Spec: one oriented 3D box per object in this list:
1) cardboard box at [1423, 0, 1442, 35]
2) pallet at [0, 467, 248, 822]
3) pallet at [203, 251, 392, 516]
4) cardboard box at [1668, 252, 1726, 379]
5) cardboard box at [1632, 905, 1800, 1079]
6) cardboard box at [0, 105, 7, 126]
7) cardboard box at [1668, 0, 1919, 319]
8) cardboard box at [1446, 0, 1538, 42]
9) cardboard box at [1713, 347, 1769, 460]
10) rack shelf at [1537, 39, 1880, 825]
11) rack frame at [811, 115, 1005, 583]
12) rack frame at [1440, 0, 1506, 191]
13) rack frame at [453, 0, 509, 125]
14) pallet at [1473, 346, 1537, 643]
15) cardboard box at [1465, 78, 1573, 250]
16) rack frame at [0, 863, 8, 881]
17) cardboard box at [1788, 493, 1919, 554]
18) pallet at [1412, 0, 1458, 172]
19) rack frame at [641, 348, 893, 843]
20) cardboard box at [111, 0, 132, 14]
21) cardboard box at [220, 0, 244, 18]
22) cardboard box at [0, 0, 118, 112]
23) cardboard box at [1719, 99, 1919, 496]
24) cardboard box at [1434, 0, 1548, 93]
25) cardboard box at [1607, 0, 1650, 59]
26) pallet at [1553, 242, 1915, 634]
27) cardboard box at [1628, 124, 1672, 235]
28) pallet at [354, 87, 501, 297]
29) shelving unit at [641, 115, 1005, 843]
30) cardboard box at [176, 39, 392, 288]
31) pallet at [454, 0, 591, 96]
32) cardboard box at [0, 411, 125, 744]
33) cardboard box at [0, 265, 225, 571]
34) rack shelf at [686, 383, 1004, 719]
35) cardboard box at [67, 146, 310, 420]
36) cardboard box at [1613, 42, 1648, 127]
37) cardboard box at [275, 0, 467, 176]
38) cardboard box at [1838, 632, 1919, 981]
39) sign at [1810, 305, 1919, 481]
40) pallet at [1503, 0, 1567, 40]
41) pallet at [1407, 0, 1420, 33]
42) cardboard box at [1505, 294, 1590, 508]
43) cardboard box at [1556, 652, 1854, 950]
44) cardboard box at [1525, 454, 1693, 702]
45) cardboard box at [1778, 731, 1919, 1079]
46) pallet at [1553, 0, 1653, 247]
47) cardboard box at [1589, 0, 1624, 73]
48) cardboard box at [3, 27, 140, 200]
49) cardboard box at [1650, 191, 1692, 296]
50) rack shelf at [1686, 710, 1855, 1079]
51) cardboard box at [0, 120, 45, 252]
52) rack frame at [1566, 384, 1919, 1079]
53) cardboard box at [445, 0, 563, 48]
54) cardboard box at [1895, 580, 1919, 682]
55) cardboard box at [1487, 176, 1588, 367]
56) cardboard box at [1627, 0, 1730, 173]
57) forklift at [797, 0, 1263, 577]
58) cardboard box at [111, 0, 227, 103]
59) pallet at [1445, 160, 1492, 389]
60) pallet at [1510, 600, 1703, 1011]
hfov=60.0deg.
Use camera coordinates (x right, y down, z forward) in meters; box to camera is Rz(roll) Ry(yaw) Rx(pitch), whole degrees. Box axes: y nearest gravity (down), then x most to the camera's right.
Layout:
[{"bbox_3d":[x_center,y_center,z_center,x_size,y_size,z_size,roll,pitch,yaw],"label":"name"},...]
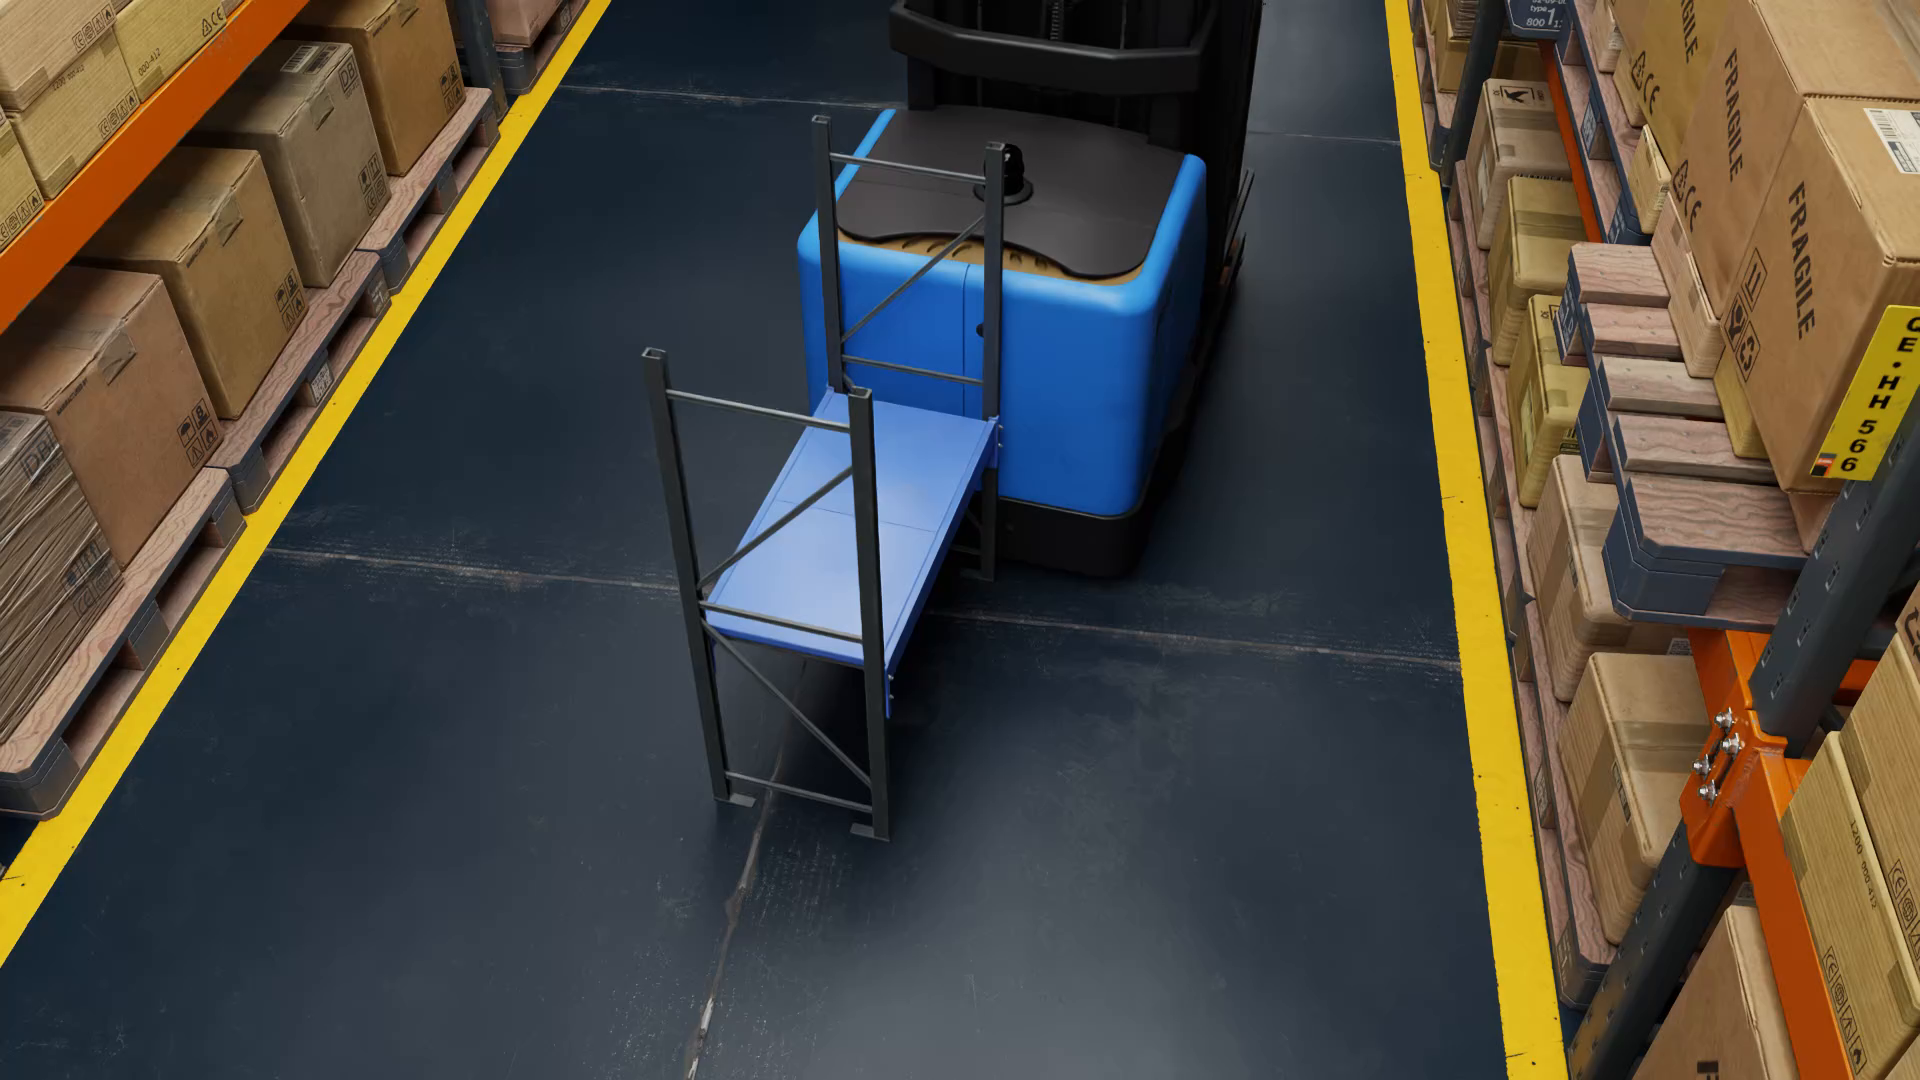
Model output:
[{"bbox_3d":[2.332,-2.453,7.353,0.500,0.250,0.500,4,44,4],"label":"cardboard box"},{"bbox_3d":[-2.842,0.225,4.859,1.003,0.211,1.213,5,44,6],"label":"pallet"},{"bbox_3d":[-2.678,-0.604,5.735,1.003,0.211,1.213,5,44,6],"label":"pallet"},{"bbox_3d":[1.694,-0.453,3.424,0.380,0.149,0.250,5,44,5],"label":"cardboard box"},{"bbox_3d":[1.758,1.301,2.935,0.875,0.875,0.875,5,44,5],"label":"cardboard box"},{"bbox_3d":[-2.621,-0.979,3.847,0.500,0.250,0.500,7,44,7],"label":"cardboard box"},{"bbox_3d":[1.773,-0.767,3.284,0.500,0.500,0.500,5,44,5],"label":"cardboard box"},{"bbox_3d":[2.272,-2.362,6.712,0.500,0.500,0.500,5,44,5],"label":"cardboard box"},{"bbox_3d":[1.705,-0.277,3.238,0.380,0.149,0.250,6,44,6],"label":"cardboard box"},{"bbox_3d":[2.196,-0.883,4.525,1.077,0.370,4.000,5,44,6],"label":"rack shelf"},{"bbox_3d":[-0.131,-0.471,4.657,0.500,1.500,0.032,12,45,12],"label":"rack frame"},{"bbox_3d":[2.460,-2.508,5.717,1.000,3.000,0.127,5,44,6],"label":"rack frame"},{"bbox_3d":[-2.460,-2.956,6.191,1.000,3.000,0.127,5,44,6],"label":"rack frame"},{"bbox_3d":[2.200,-0.131,5.234,1.003,0.211,1.213,5,44,6],"label":"pallet"},{"bbox_3d":[2.393,-1.348,6.098,0.950,0.372,0.625,6,44,6],"label":"cardboard box"},{"bbox_3d":[-2.989,-0.230,3.312,1.000,3.000,0.127,5,44,6],"label":"rack frame"},{"bbox_3d":[1.741,-0.088,3.038,0.380,0.149,0.250,7,44,7],"label":"cardboard box"},{"bbox_3d":[2.514,-1.956,7.162,1.003,0.211,1.213,5,44,6],"label":"pallet"},{"bbox_3d":[-0.423,0.199,3.949,0.500,1.500,0.032,12,45,12],"label":"rack frame"},{"bbox_3d":[-2.491,-1.684,4.593,0.500,0.250,0.500,6,44,6],"label":"cardboard box"},{"bbox_3d":[-2.425,-1.856,5.137,0.500,0.250,0.500,5,44,6],"label":"cardboard box"},{"bbox_3d":[-2.534,-1.334,4.222,0.500,0.250,0.500,4,44,4],"label":"cardboard box"},{"bbox_3d":[1.716,-0.414,2.911,0.500,0.500,0.500,4,44,4],"label":"cardboard box"},{"bbox_3d":[2.272,-2.089,6.969,0.500,0.250,0.500,7,44,7],"label":"cardboard box"},{"bbox_3d":[1.912,-1.483,4.040,0.500,0.500,0.500,4,44,4],"label":"cardboard box"},{"bbox_3d":[1.920,-0.207,3.427,1.213,0.211,1.003,5,44,6],"label":"pallet"},{"bbox_3d":[1.758,-0.812,3.804,0.380,0.149,0.250,6,44,6],"label":"cardboard box"},{"bbox_3d":[-2.519,-1.438,6.615,1.003,0.211,1.213,5,44,6],"label":"pallet"},{"bbox_3d":[-0.277,-0.136,4.303,0.538,1.500,1.048,12,45,12],"label":"shelving unit"},{"bbox_3d":[-2.628,-1.362,5.928,0.875,0.625,0.625,5,44,5],"label":"cardboard box"},{"bbox_3d":[-2.314,-2.482,7.718,1.003,0.211,1.213,5,44,6],"label":"pallet"},{"bbox_3d":[-2.893,0.056,4.431,0.875,0.625,0.625,7,44,7],"label":"cardboard box"},{"bbox_3d":[-2.815,-0.390,4.902,0.875,0.625,0.625,7,44,7],"label":"cardboard box"},{"bbox_3d":[-0.277,-0.006,4.427,0.538,0.185,1.000,12,45,12],"label":"rack shelf"},{"bbox_3d":[-2.726,-0.849,5.387,0.875,0.625,0.625,4,44,4],"label":"cardboard box"},{"bbox_3d":[1.868,-1.151,4.161,0.380,0.149,0.250,4,44,4],"label":"cardboard box"},{"bbox_3d":[-2.518,-1.890,6.486,0.875,0.625,0.625,7,44,7],"label":"cardboard box"},{"bbox_3d":[1.620,0.414,2.376,0.500,0.250,0.500,5,44,5],"label":"cardboard box"},{"bbox_3d":[1.392,-0.216,2.512,0.100,0.325,0.005,5,44,6],"label":"sign"},{"bbox_3d":[2.215,-1.930,5.247,1.003,0.211,1.213,5,44,6],"label":"pallet"},{"bbox_3d":[2.673,-2.790,8.043,1.003,0.211,1.213,5,44,6],"label":"pallet"},{"bbox_3d":[2.211,-0.384,5.080,0.950,0.372,0.625,7,44,7],"label":"cardboard box"},{"bbox_3d":[2.016,0.636,4.003,0.950,0.372,0.625,3,43,3],"label":"cardboard box"},{"bbox_3d":[2.106,0.132,4.534,0.950,0.372,0.625,4,44,5],"label":"cardboard box"},{"bbox_3d":[1.617,0.583,2.561,0.500,0.250,0.500,5,44,5],"label":"cardboard box"},{"bbox_3d":[2.153,-1.065,4.332,1.003,0.211,1.213,5,44,6],"label":"pallet"},{"bbox_3d":[1.874,-1.335,4.356,0.380,0.149,0.250,7,44,7],"label":"cardboard box"},{"bbox_3d":[-2.556,-1.150,4.392,0.500,0.250,0.500,4,44,4],"label":"cardboard box"},{"bbox_3d":[1.735,-0.624,3.604,0.380,0.149,0.250,3,44,4],"label":"cardboard box"},{"bbox_3d":[1.667,1.843,1.646,1.077,0.370,4.000,5,44,6],"label":"rack shelf"},{"bbox_3d":[-2.617,-0.798,4.021,0.500,0.250,0.500,4,44,5],"label":"cardboard box"},{"bbox_3d":[1.931,0.218,2.838,1.000,3.000,0.127,5,44,6],"label":"rack frame"},{"bbox_3d":[-2.068,-2.410,7.308,0.500,0.250,0.500,6,44,6],"label":"cardboard box"},{"bbox_3d":[1.624,0.133,2.128,0.500,0.500,0.500,4,44,4],"label":"cardboard box"},{"bbox_3d":[2.302,-0.858,5.580,0.950,0.372,0.625,8,44,8],"label":"cardboard box"},{"bbox_3d":[1.839,-1.111,3.647,0.500,0.500,0.500,3,43,3],"label":"cardboard box"},{"bbox_3d":[0.442,-1.982,5.211,1.130,2.935,3.031,12,45,12],"label":"forklift"},{"bbox_3d":[-2.485,-1.503,4.765,0.500,0.250,0.500,7,44,7],"label":"cardboard box"},{"bbox_3d":[2.359,-0.964,6.115,1.003,0.211,1.213,5,44,6],"label":"pallet"},{"bbox_3d":[2.036,0.698,4.359,1.003,0.211,1.213,5,44,6],"label":"pallet"}]
